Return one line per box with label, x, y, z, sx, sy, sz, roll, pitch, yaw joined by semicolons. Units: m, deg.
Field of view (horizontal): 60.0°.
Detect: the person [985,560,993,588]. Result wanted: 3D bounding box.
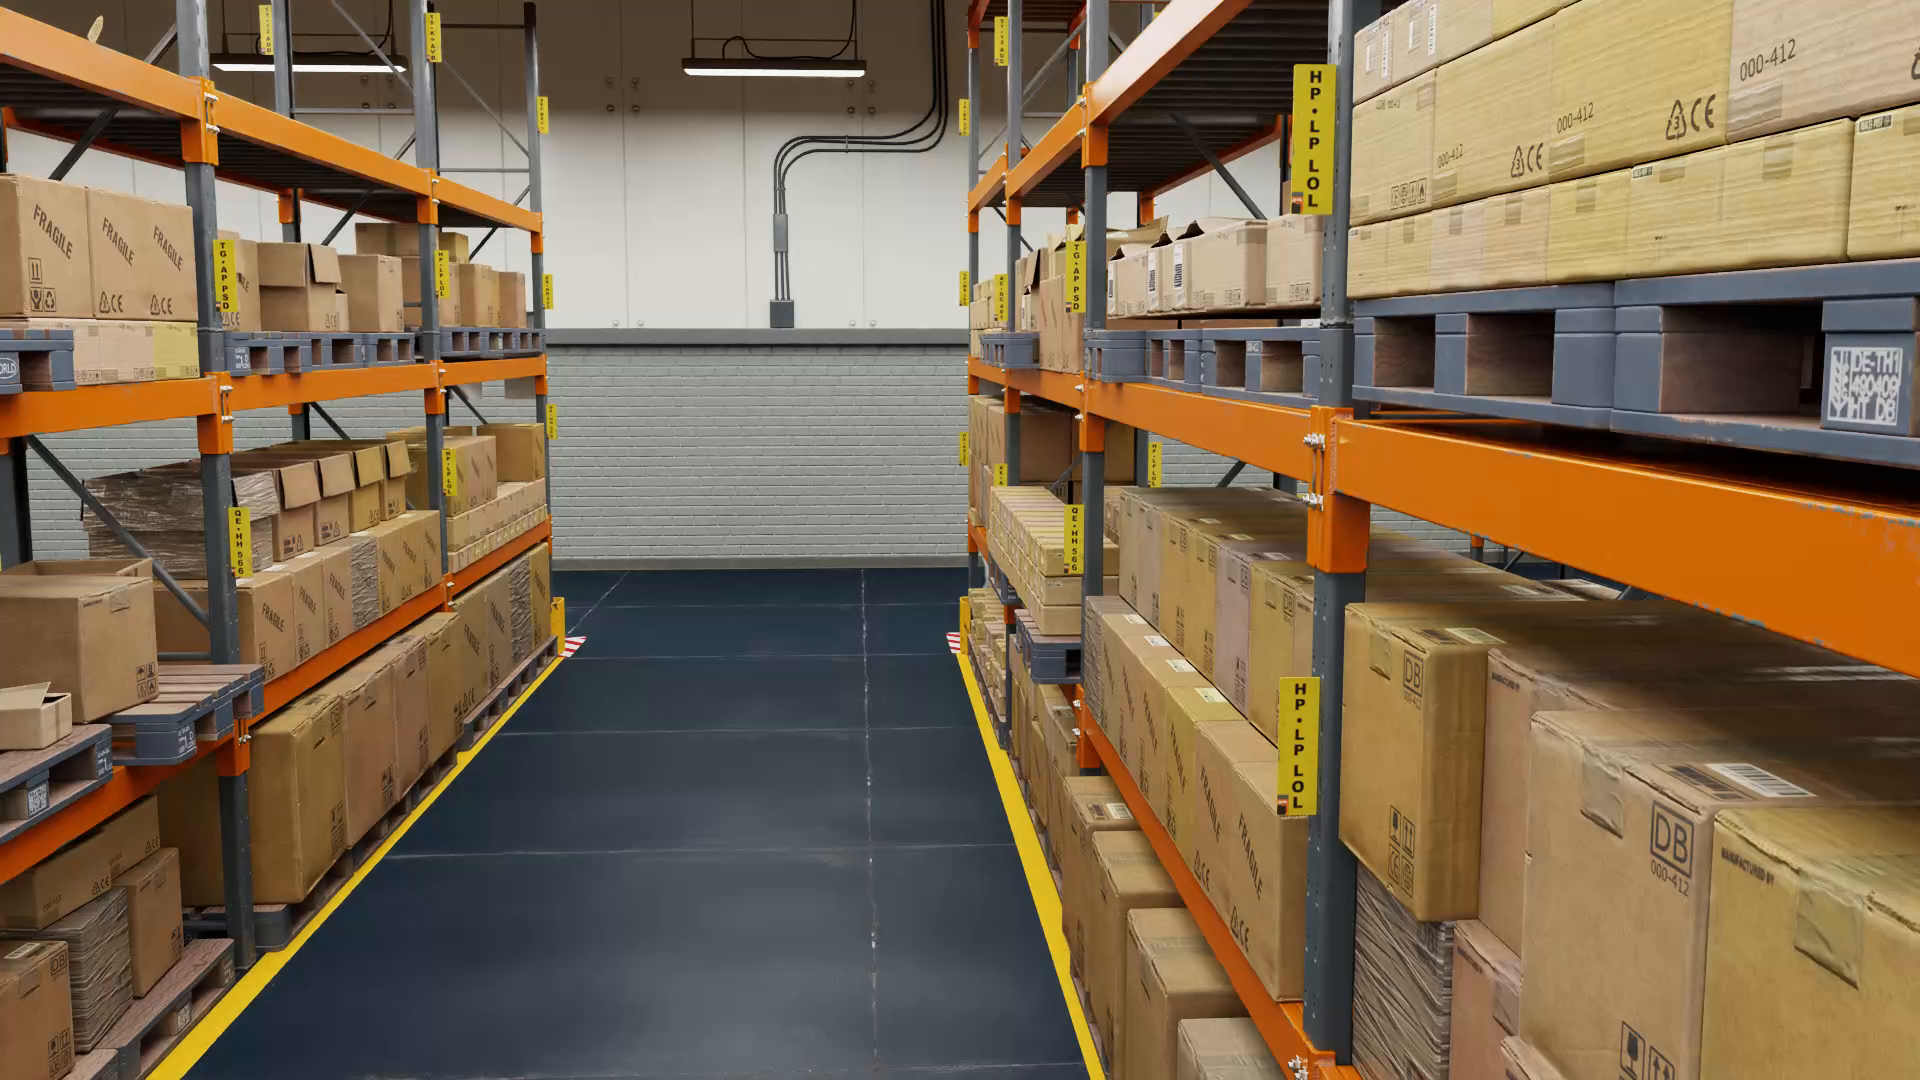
person;0.453;0.025;17.603;0.409;1.669;0.536;-1;7;-4
